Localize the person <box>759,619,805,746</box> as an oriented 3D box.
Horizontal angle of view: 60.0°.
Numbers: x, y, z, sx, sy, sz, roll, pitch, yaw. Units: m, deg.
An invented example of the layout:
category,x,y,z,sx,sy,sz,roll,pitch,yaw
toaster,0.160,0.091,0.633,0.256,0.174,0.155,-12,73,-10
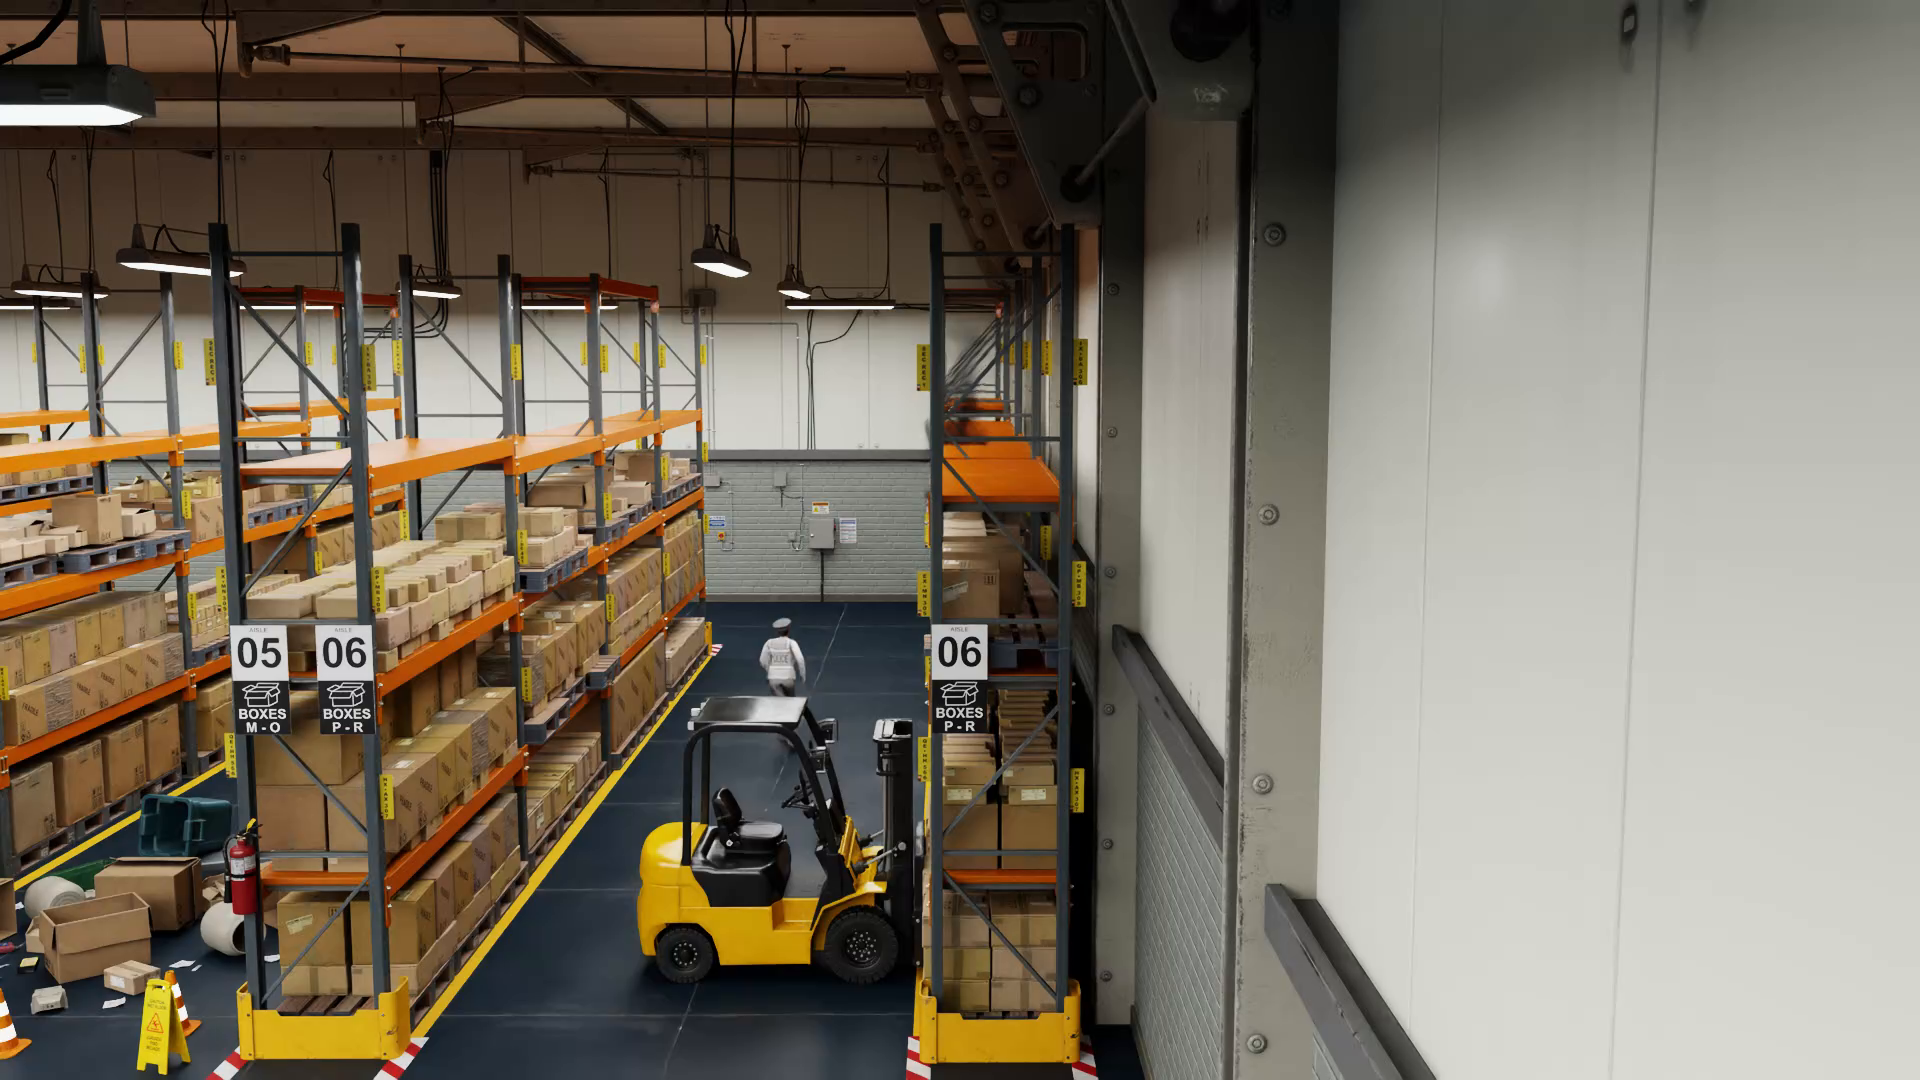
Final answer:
category,x,y,z,sx,sy,sz,roll,pitch,yaw
person,-2.315,1.886,21.543,0.611,1.637,0.788,0,7,0
